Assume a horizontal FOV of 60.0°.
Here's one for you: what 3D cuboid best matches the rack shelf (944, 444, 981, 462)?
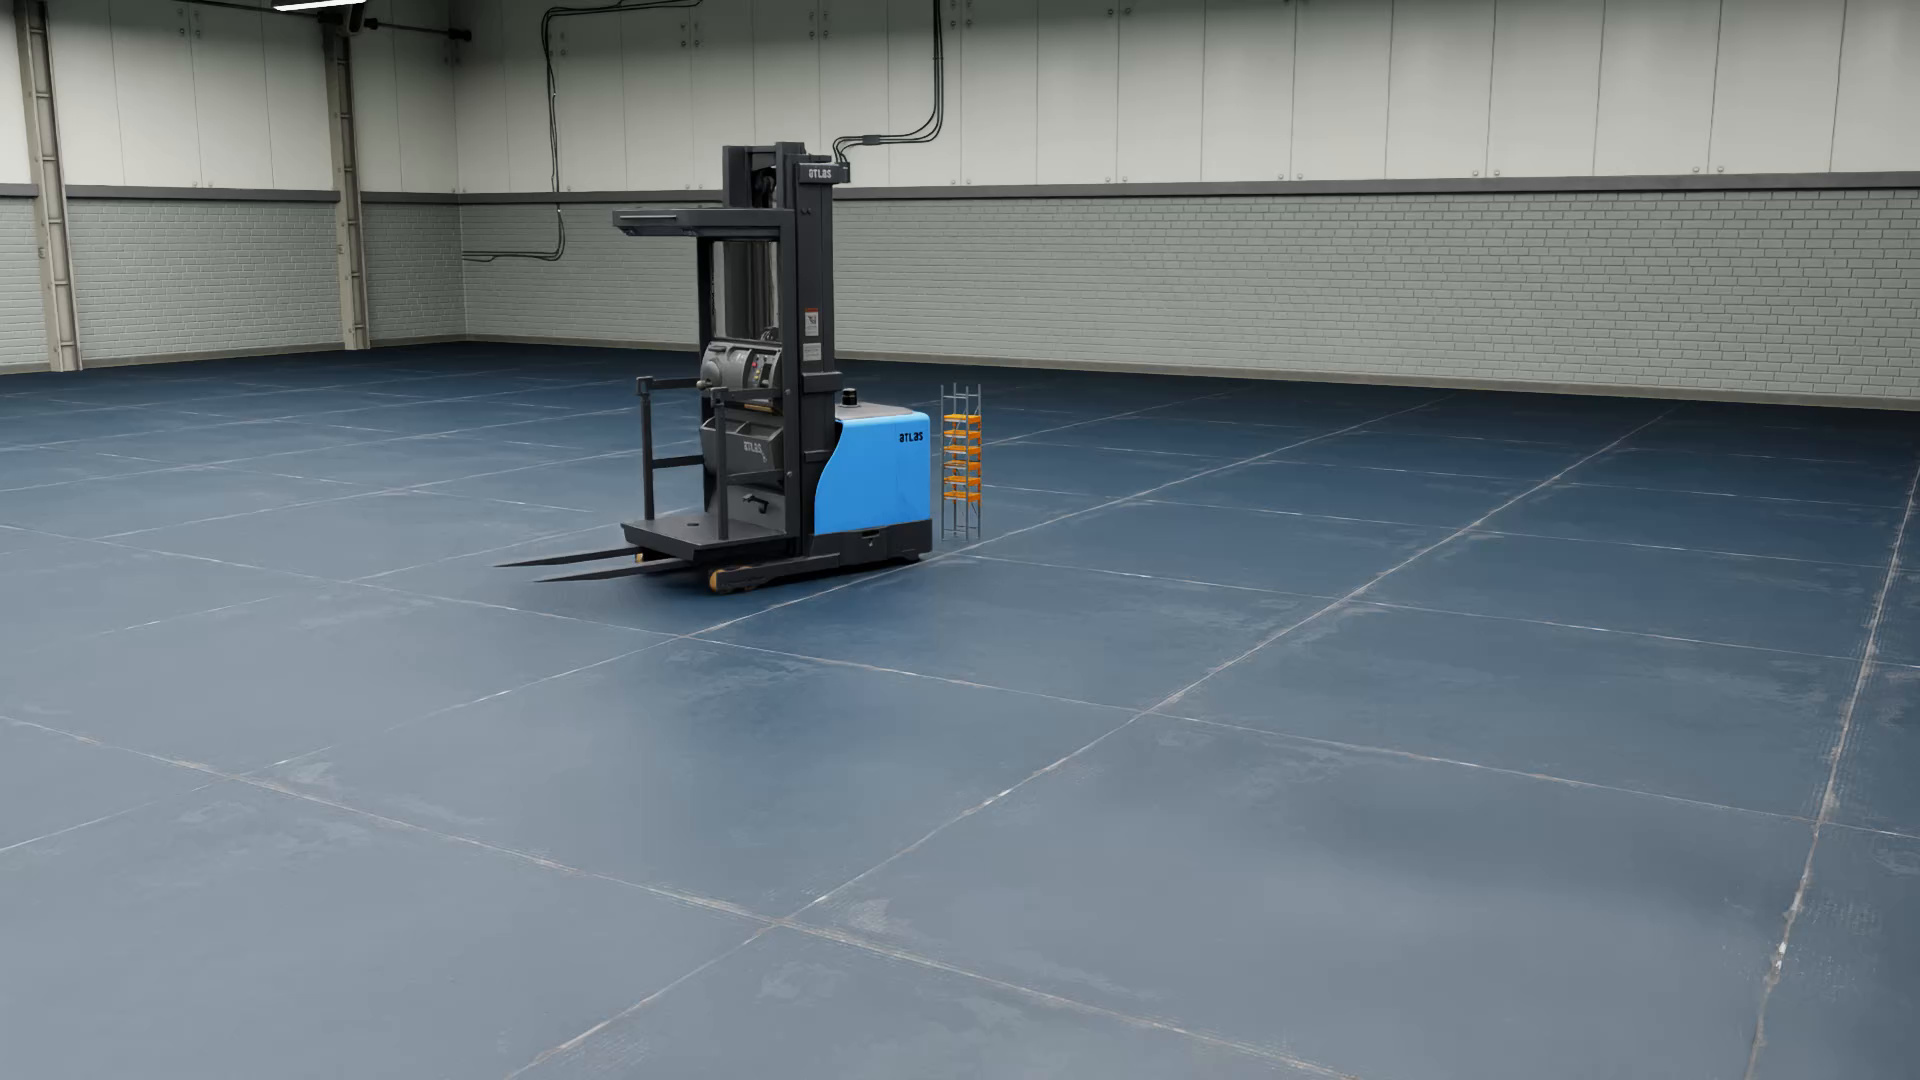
[{"bbox_3d":[0.008,-0.666,12.757,0.258,0.103,0.180,6,12,31],"label":"rack shelf"}]

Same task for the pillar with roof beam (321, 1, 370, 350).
[{"bbox_3d":[-8.388,-7.836,30.271,9.100,9.000,0.548,6,12,31],"label":"pillar with roof beam"}]

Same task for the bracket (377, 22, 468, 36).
[{"bbox_3d":[-10.625,-10.328,33.799,0.076,0.066,3.189,6,12,31],"label":"bracket"}]

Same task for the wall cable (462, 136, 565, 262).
[{"bbox_3d":[-9.408,-7.058,34.553,3.097,2.526,0.112,6,12,31],"label":"wall cable"}]

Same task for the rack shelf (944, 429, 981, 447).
[{"bbox_3d":[0.008,-0.784,12.734,0.258,0.103,0.180,6,12,31],"label":"rack shelf"}]

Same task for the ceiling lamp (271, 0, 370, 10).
[{"bbox_3d":[-10.014,-10.055,26.261,2.000,3.185,0.800,6,12,31],"label":"ceiling lamp"}]

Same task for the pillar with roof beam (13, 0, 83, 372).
[{"bbox_3d":[-11.503,-6.892,25.230,9.100,9.000,0.548,6,12,31],"label":"pillar with roof beam"}]

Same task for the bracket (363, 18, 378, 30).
[{"bbox_3d":[-11.548,-10.048,32.304,0.235,0.232,0.430,6,12,31],"label":"bracket"}]

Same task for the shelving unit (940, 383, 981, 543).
[{"bbox_3d":[0.008,-0.592,12.770,0.258,1.200,0.189,6,12,31],"label":"shelving unit"}]

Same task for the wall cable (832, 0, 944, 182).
[{"bbox_3d":[-1.302,-9.346,29.097,2.305,6.003,0.169,6,12,31],"label":"wall cable"}]

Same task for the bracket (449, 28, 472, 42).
[{"bbox_3d":[-10.318,-10.421,34.295,0.235,0.232,0.430,6,12,31],"label":"bracket"}]

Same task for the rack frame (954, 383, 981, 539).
[{"bbox_3d":[0.055,-0.606,12.847,0.240,1.200,0.006,6,12,31],"label":"rack frame"}]

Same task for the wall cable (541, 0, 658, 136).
[{"bbox_3d":[-7.095,-9.282,32.708,3.097,2.526,0.112,6,12,31],"label":"wall cable"}]

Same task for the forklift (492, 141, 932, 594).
[{"bbox_3d":[-1.662,-1.190,11.262,3.031,2.935,1.130,-9,14,-39],"label":"forklift"}]

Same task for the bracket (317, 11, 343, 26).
[{"bbox_3d":[-11.979,-9.917,31.607,0.235,0.232,0.430,6,12,31],"label":"bracket"}]

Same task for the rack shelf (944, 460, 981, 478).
[{"bbox_3d":[0.008,-0.548,12.779,0.258,0.103,0.180,6,12,31],"label":"rack shelf"}]

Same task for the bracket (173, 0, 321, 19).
[{"bbox_3d":[-13.317,-9.512,29.442,0.076,0.066,4.783,6,12,31],"label":"bracket"}]

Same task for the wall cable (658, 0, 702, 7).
[{"bbox_3d":[-4.450,-11.222,30.710,3.097,2.526,0.112,6,12,31],"label":"wall cable"}]

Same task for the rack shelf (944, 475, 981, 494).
[{"bbox_3d":[0.008,-0.430,12.801,0.258,0.103,0.180,6,12,31],"label":"rack shelf"}]

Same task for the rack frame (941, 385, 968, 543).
[{"bbox_3d":[-0.040,-0.578,12.694,0.240,1.200,0.006,6,12,31],"label":"rack frame"}]

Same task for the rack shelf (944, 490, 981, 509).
[{"bbox_3d":[0.008,-0.312,12.823,0.258,0.103,0.180,6,12,31],"label":"rack shelf"}]

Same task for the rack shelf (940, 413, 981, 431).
[{"bbox_3d":[0.008,-0.902,12.712,0.258,0.103,0.180,6,12,31],"label":"rack shelf"}]
